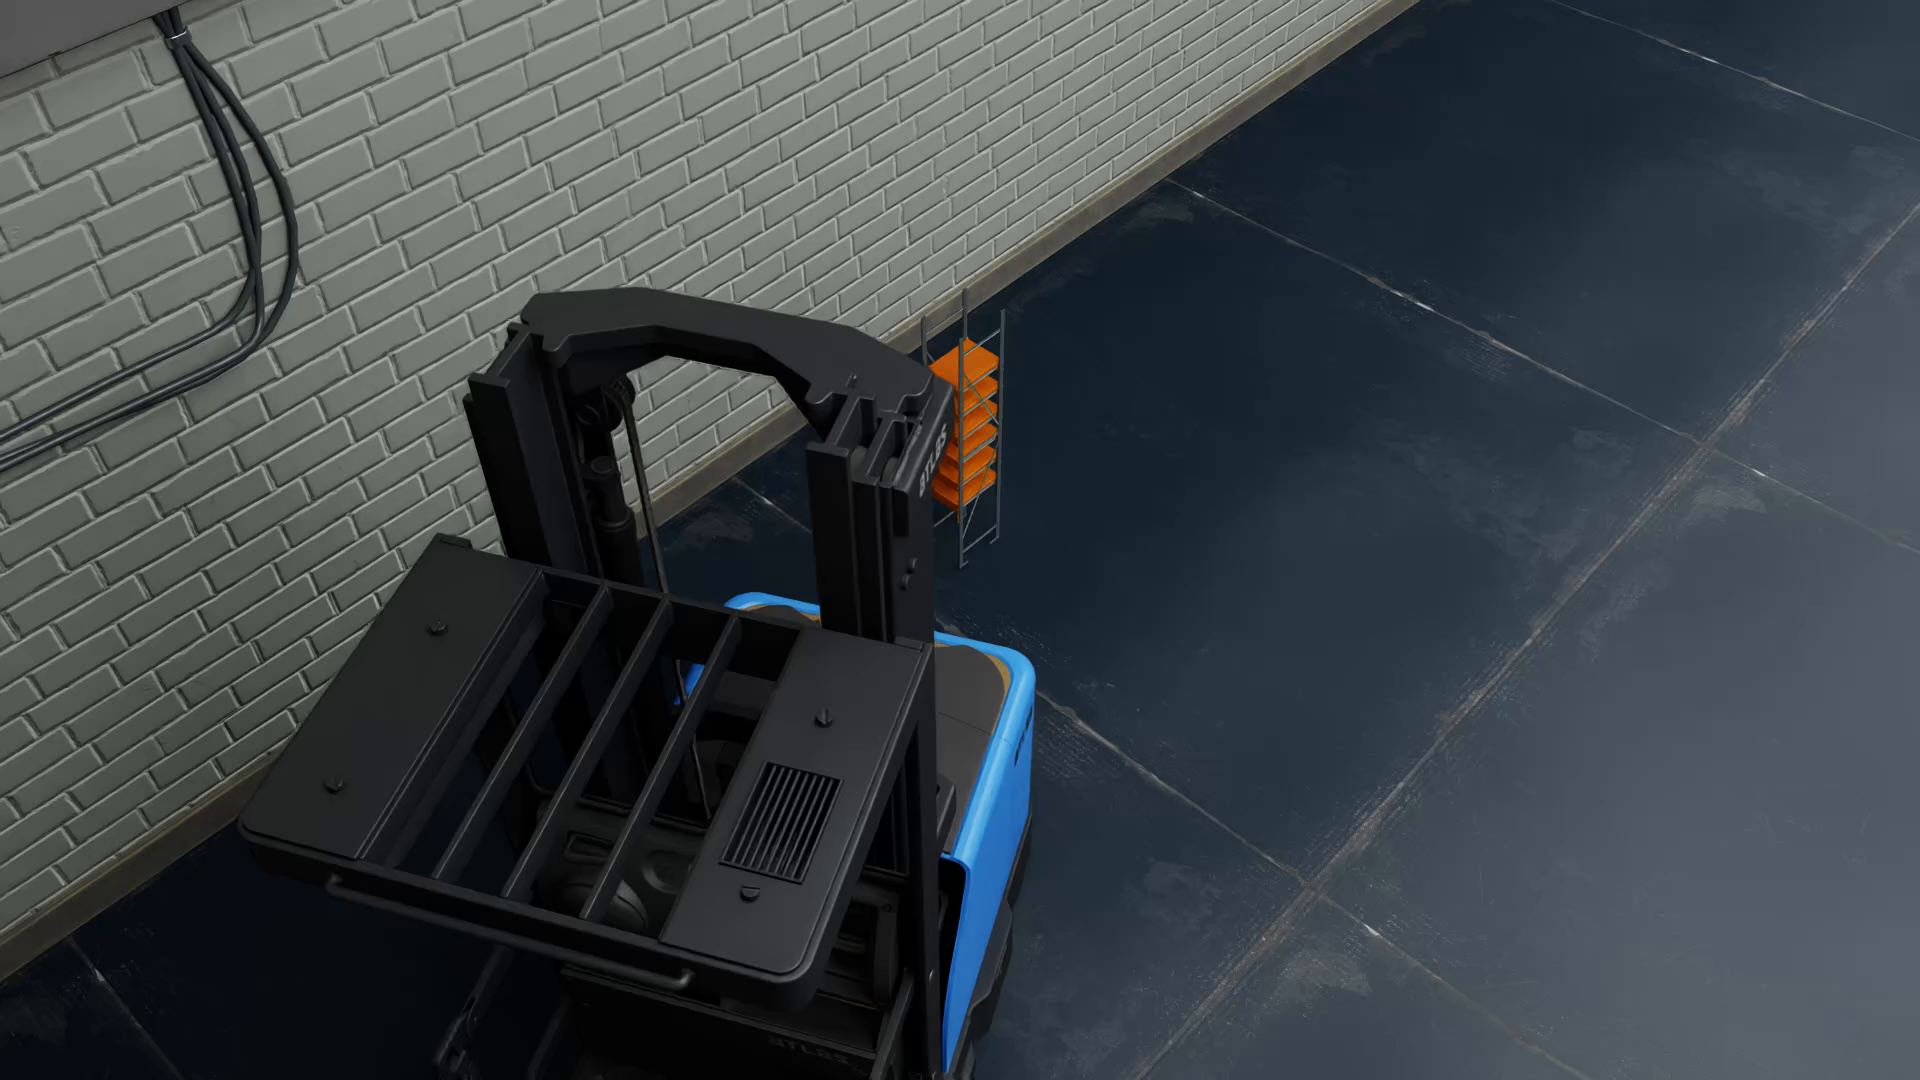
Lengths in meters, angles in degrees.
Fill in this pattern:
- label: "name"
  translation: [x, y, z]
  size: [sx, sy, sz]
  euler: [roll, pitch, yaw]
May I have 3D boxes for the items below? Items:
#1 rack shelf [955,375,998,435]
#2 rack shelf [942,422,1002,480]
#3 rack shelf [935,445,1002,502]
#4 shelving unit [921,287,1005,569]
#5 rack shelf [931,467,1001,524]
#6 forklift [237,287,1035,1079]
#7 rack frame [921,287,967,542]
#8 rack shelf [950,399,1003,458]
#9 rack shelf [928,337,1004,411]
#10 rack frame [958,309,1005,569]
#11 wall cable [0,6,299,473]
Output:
- label: "rack shelf"
  translation: [0.011, -0.537, 6.272]
  size: [0.180, 0.103, 0.258]
  euler: [34, 55, 28]
- label: "rack shelf"
  translation: [0.011, -0.373, 6.447]
  size: [0.180, 0.103, 0.258]
  euler: [34, 55, 28]
- label: "rack shelf"
  translation: [0.011, -0.291, 6.534]
  size: [0.180, 0.103, 0.258]
  euler: [34, 55, 28]
- label: "shelving unit"
  translation: [0.011, -0.404, 6.414]
  size: [0.189, 1.200, 0.258]
  euler: [34, 55, 28]
- label: "rack shelf"
  translation: [0.011, -0.209, 6.622]
  size: [0.180, 0.103, 0.258]
  euler: [34, 55, 28]
- label: "forklift"
  translation: [-0.656, 1.011, 3.899]
  size: [1.130, 2.935, 3.031]
  euler: [12, 48, 11]
- label: "rack frame"
  translation: [-0.057, -0.449, 6.457]
  size: [0.006, 1.200, 0.240]
  euler: [34, 55, 28]
- label: "rack shelf"
  translation: [0.011, -0.455, 6.359]
  size: [0.180, 0.103, 0.258]
  euler: [34, 55, 28]
- label: "rack shelf"
  translation: [0.011, -0.620, 6.184]
  size: [0.180, 0.103, 0.258]
  euler: [34, 55, 28]
- label: "rack frame"
  translation: [0.078, -0.358, 6.372]
  size: [0.006, 1.200, 0.240]
  euler: [34, 55, 28]
- label: "wall cable"
  translation: [-2.974, -0.696, 3.469]
  size: [0.112, 2.526, 3.097]
  euler: [34, 55, 28]
